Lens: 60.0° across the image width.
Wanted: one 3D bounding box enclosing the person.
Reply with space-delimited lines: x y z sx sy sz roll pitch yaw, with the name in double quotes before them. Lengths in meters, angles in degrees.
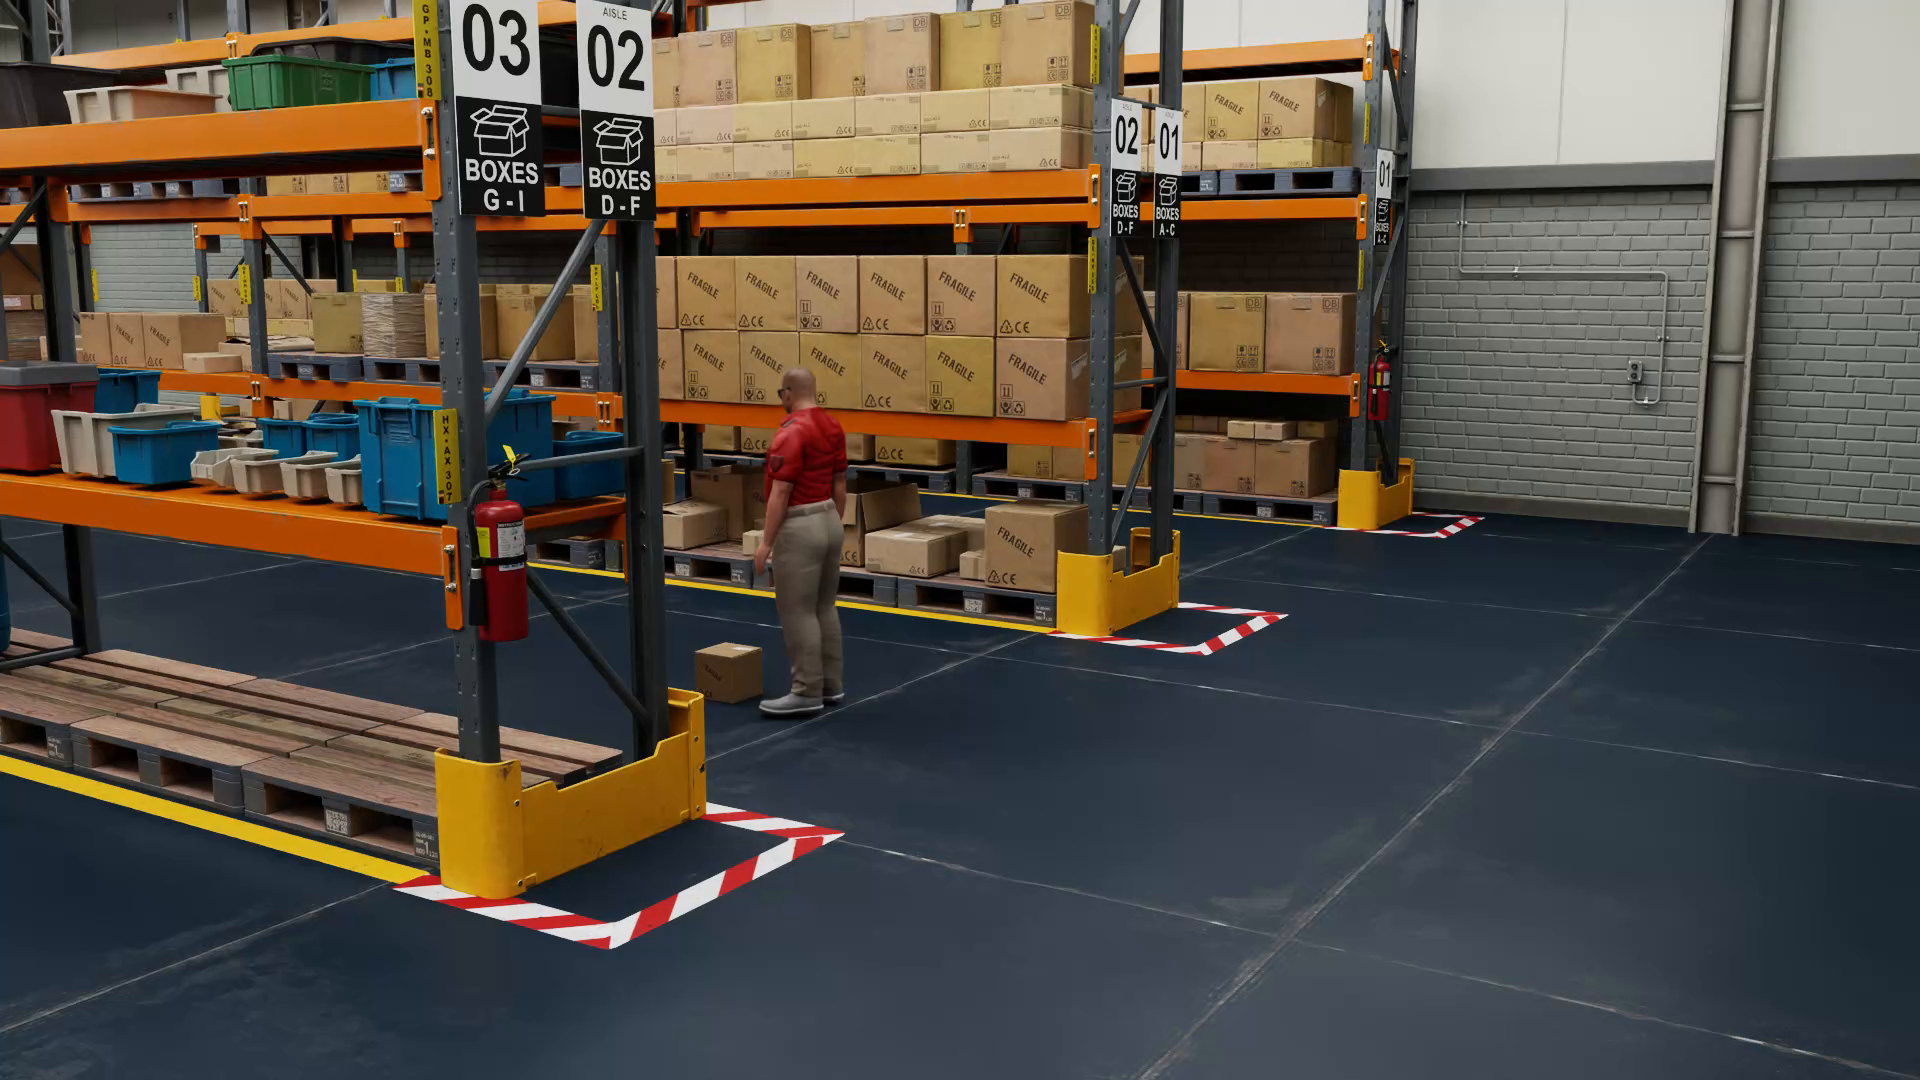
"person" -0.804 -0.005 8.355 0.344 1.731 0.559 4 10 25
